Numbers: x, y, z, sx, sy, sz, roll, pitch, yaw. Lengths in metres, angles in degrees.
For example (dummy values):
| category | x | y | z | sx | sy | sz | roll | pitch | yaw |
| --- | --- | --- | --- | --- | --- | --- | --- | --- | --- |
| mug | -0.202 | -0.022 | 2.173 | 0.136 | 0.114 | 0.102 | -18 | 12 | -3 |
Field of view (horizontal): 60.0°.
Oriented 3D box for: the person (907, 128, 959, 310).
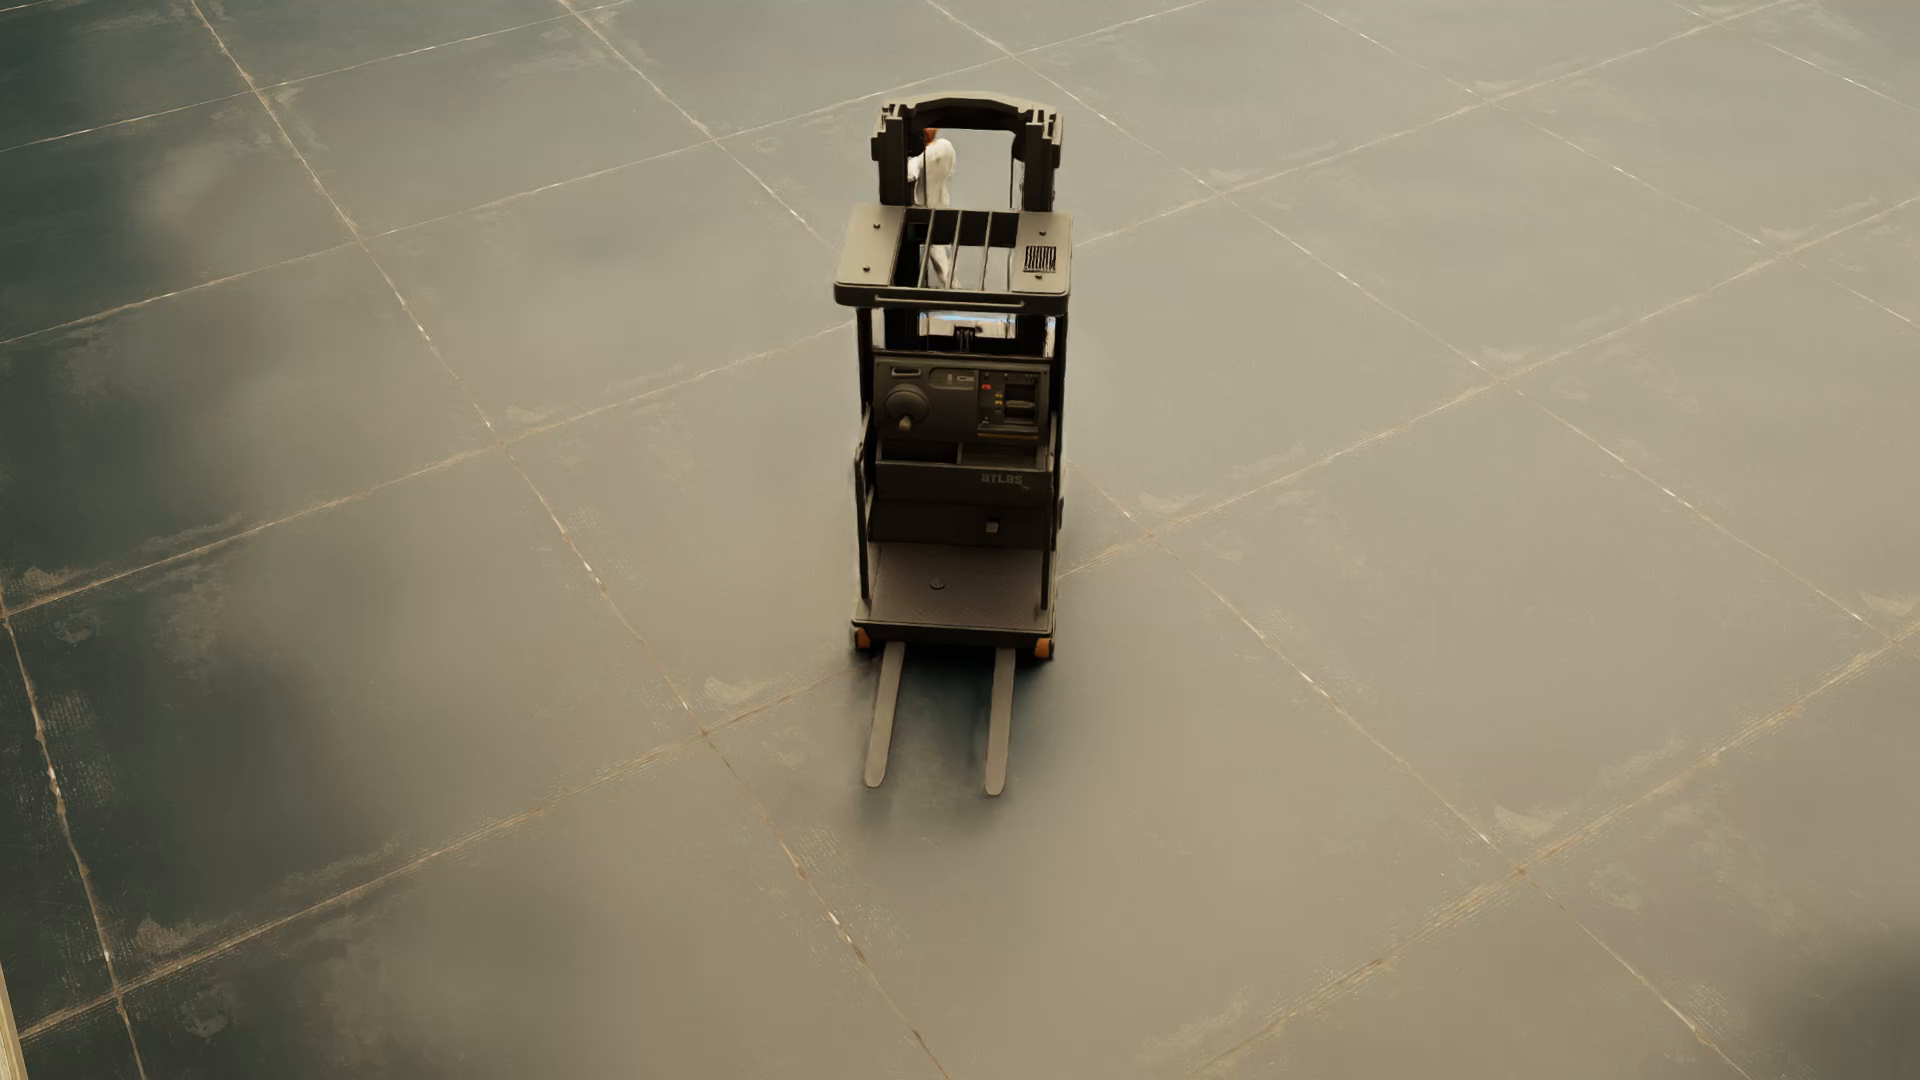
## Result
| category | x | y | z | sx | sy | sz | roll | pitch | yaw |
| --- | --- | --- | --- | --- | --- | --- | --- | --- | --- |
| person | -0.286 | -2.263 | 11.509 | 0.623 | 1.562 | 0.480 | -22 | 46 | -24 |

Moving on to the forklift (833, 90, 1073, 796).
| category | x | y | z | sx | sy | sz | roll | pitch | yaw |
| --- | --- | --- | --- | --- | --- | --- | --- | --- | --- |
| forklift | -0.010 | -0.670 | 8.638 | 1.130 | 2.935 | 3.031 | 3 | 41 | 4 |
